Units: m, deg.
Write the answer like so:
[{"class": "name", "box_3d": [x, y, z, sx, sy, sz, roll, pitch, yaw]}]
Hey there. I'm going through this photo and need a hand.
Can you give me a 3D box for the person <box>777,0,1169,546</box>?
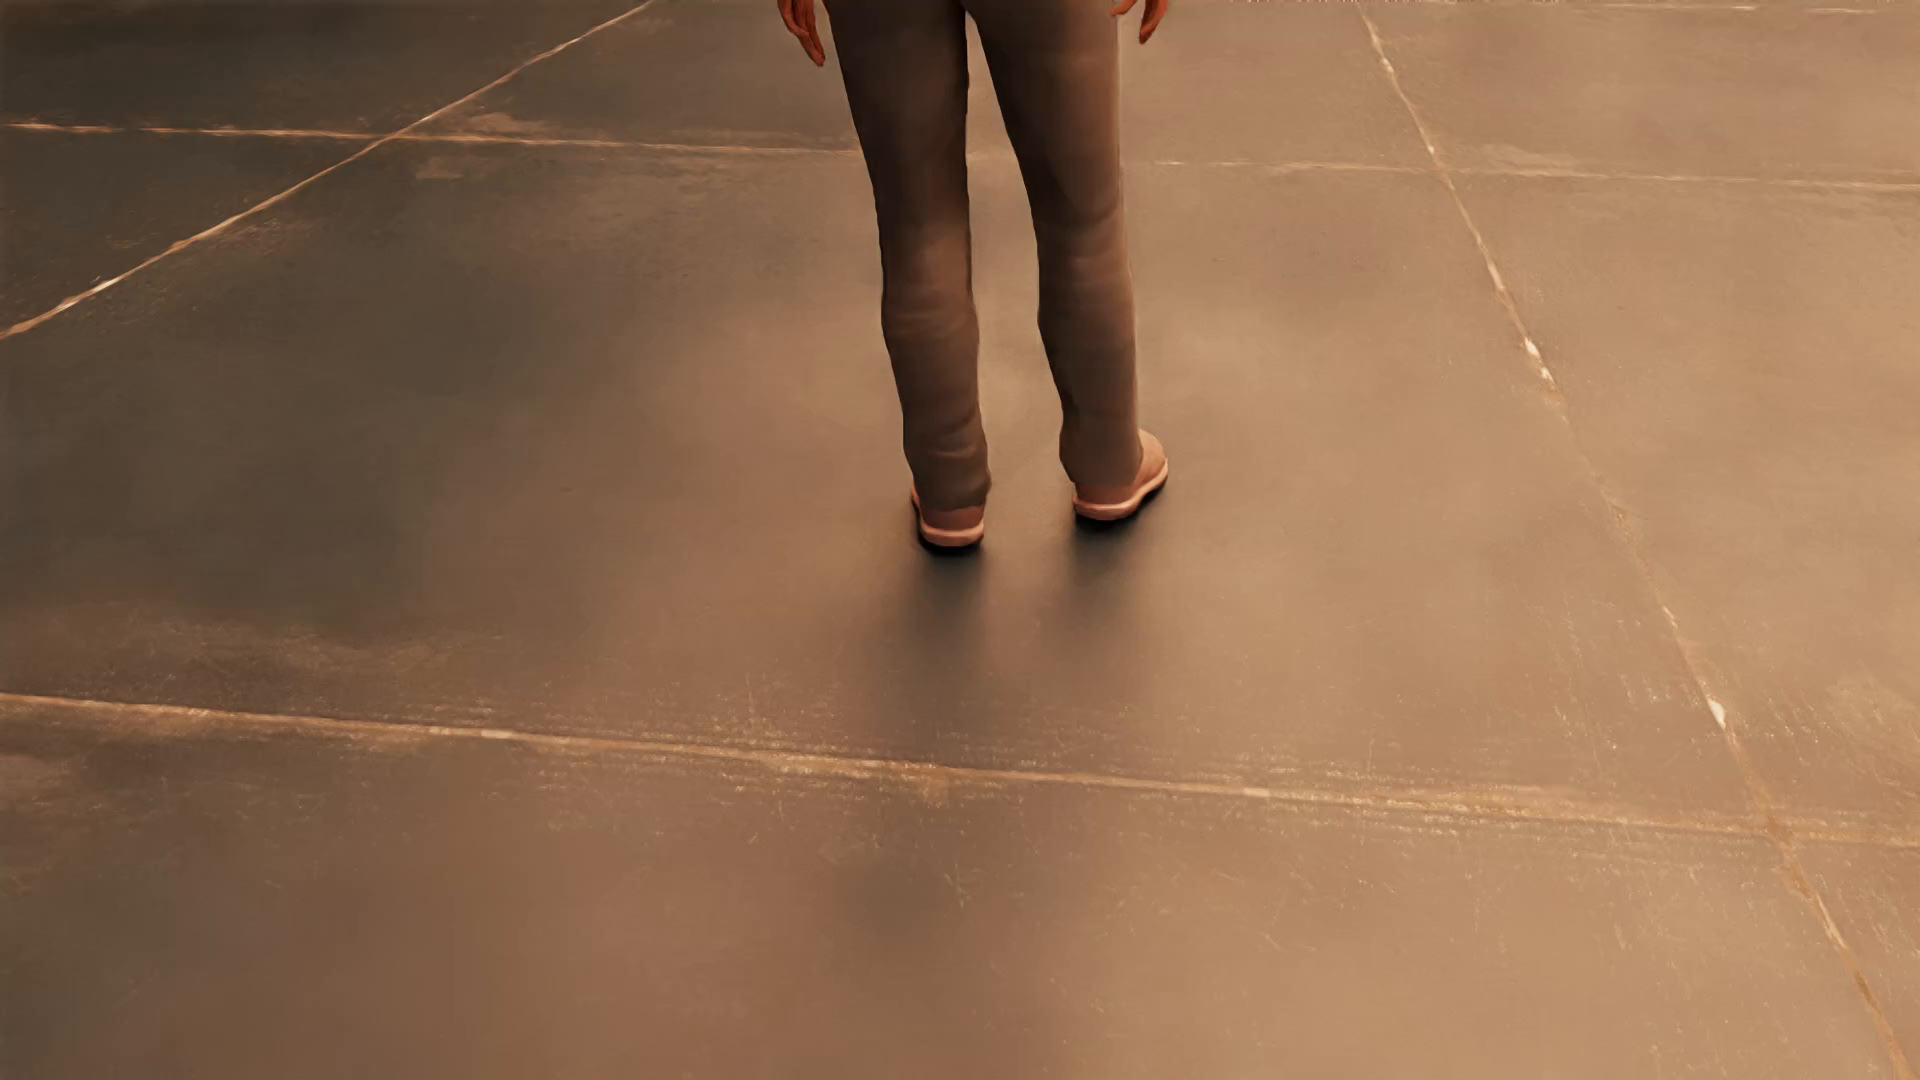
[{"class": "person", "box_3d": [0.031, -0.784, 2.203, 0.570, 1.654, 0.503, 3, 27, 7]}]
